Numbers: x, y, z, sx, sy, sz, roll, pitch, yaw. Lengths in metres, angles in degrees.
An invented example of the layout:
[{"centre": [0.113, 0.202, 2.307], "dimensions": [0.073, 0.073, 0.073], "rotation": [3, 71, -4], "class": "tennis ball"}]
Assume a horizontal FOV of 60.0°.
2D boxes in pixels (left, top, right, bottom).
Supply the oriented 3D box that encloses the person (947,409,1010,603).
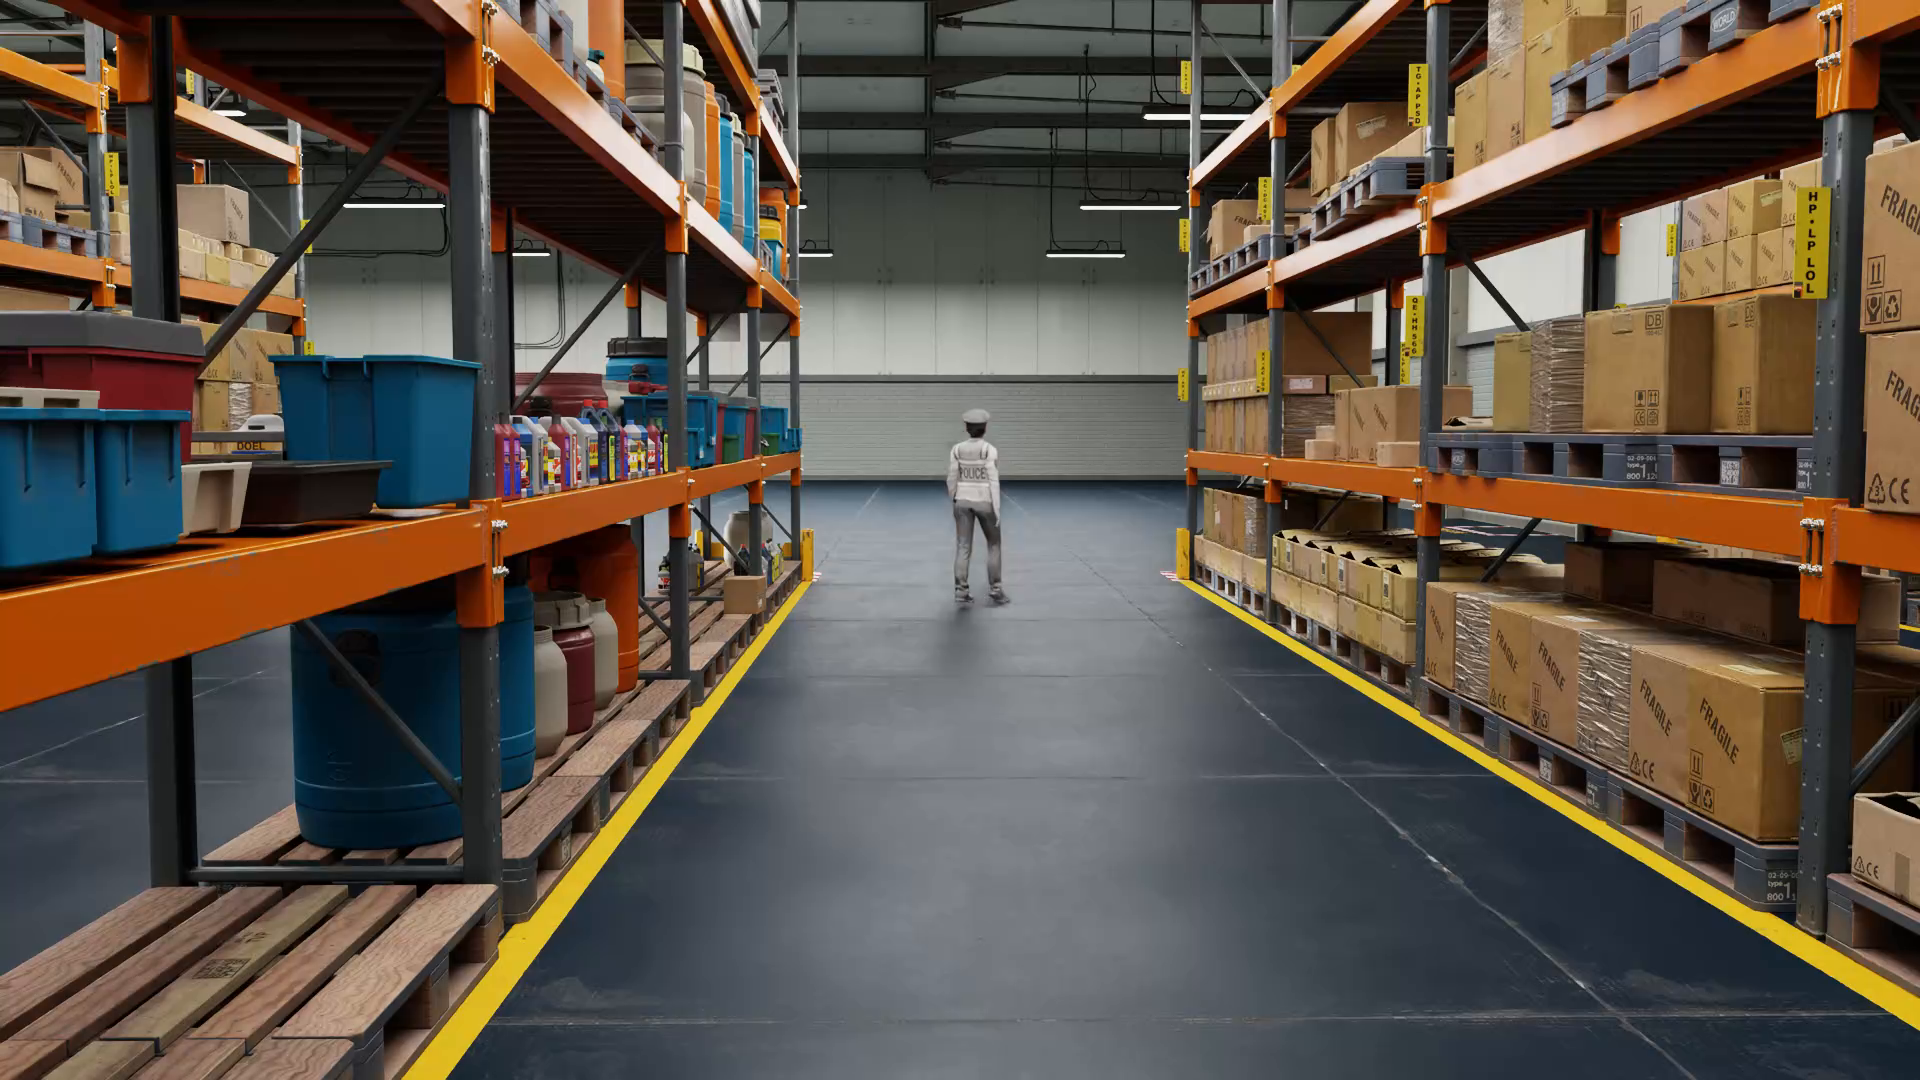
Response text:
[{"centre": [0.150, -0.277, 14.456], "dimensions": [0.526, 1.720, 0.751], "rotation": [1, 4, 18], "class": "person"}]
